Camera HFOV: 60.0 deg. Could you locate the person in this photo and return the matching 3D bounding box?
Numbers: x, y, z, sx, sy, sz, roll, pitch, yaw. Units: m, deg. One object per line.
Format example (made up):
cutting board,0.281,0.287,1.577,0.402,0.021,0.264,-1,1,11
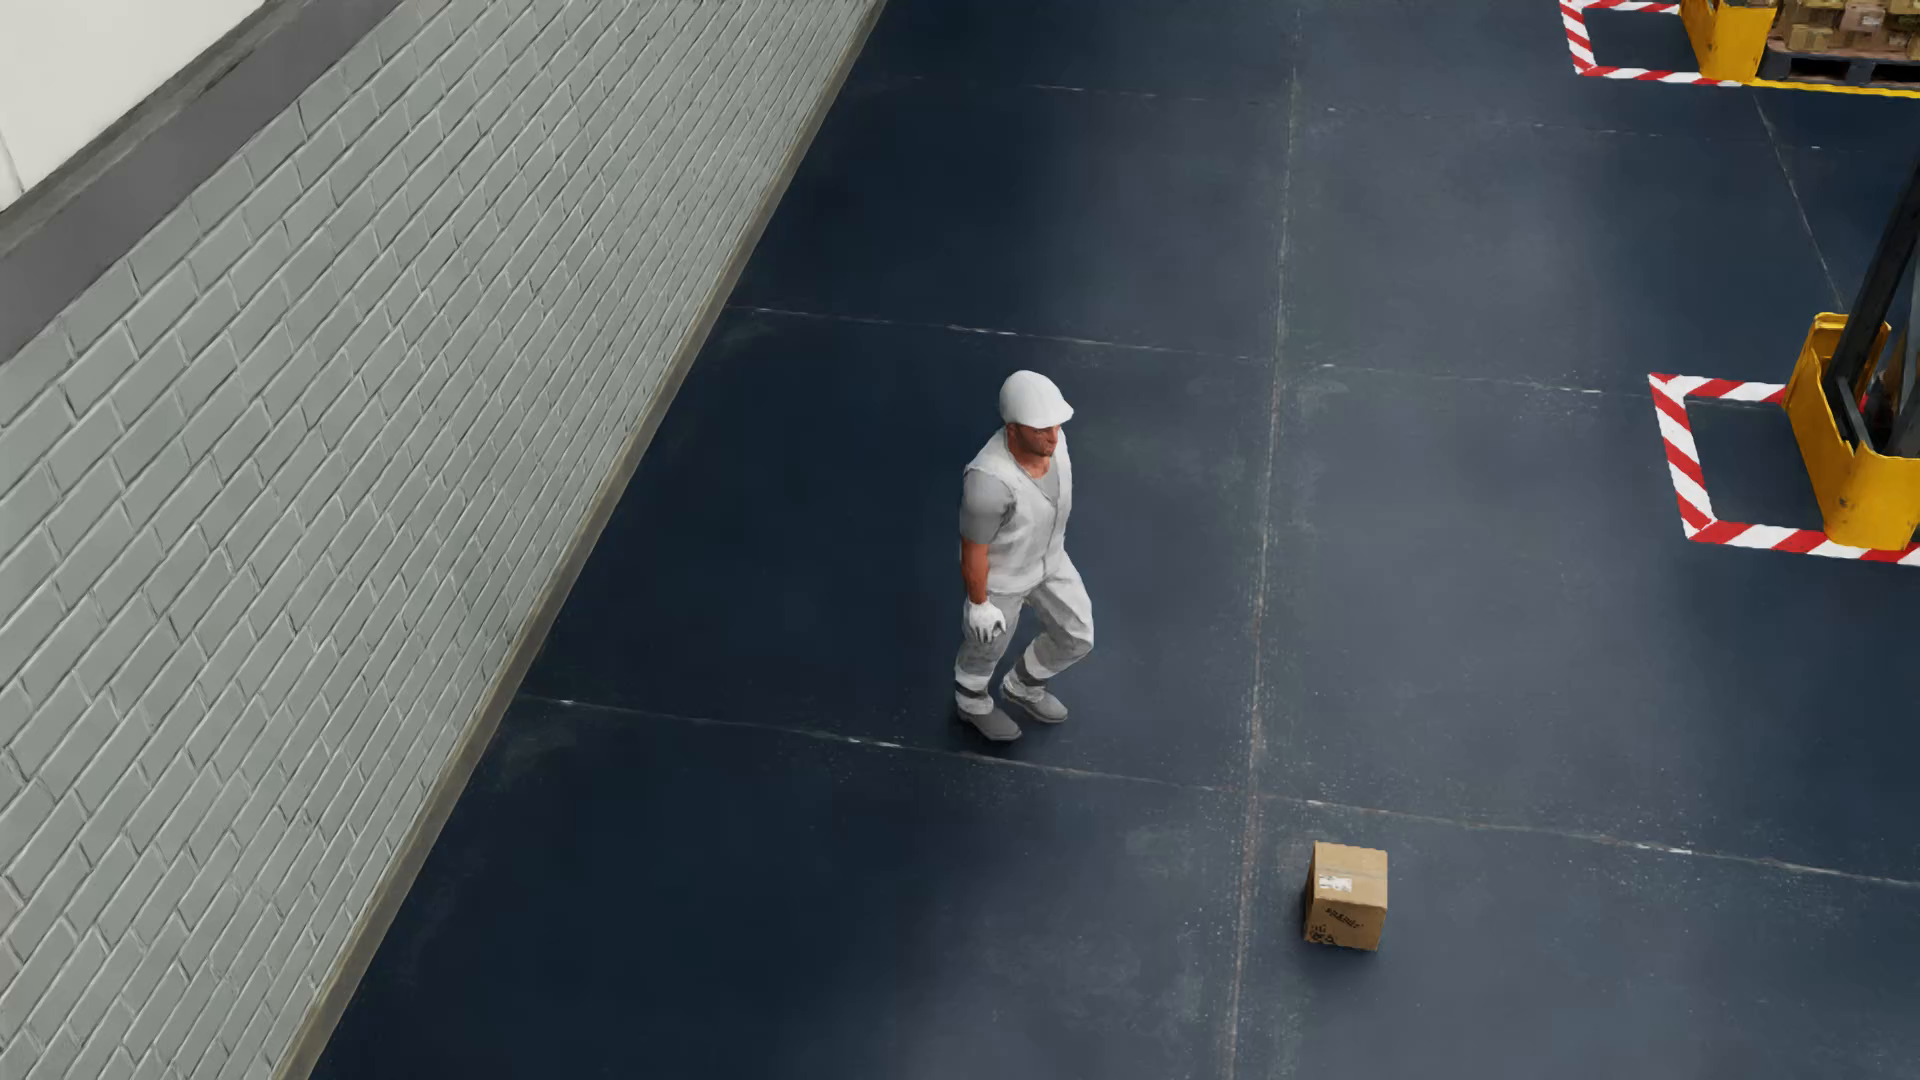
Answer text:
person,0.197,0.096,5.993,0.521,1.768,0.580,30,48,30
